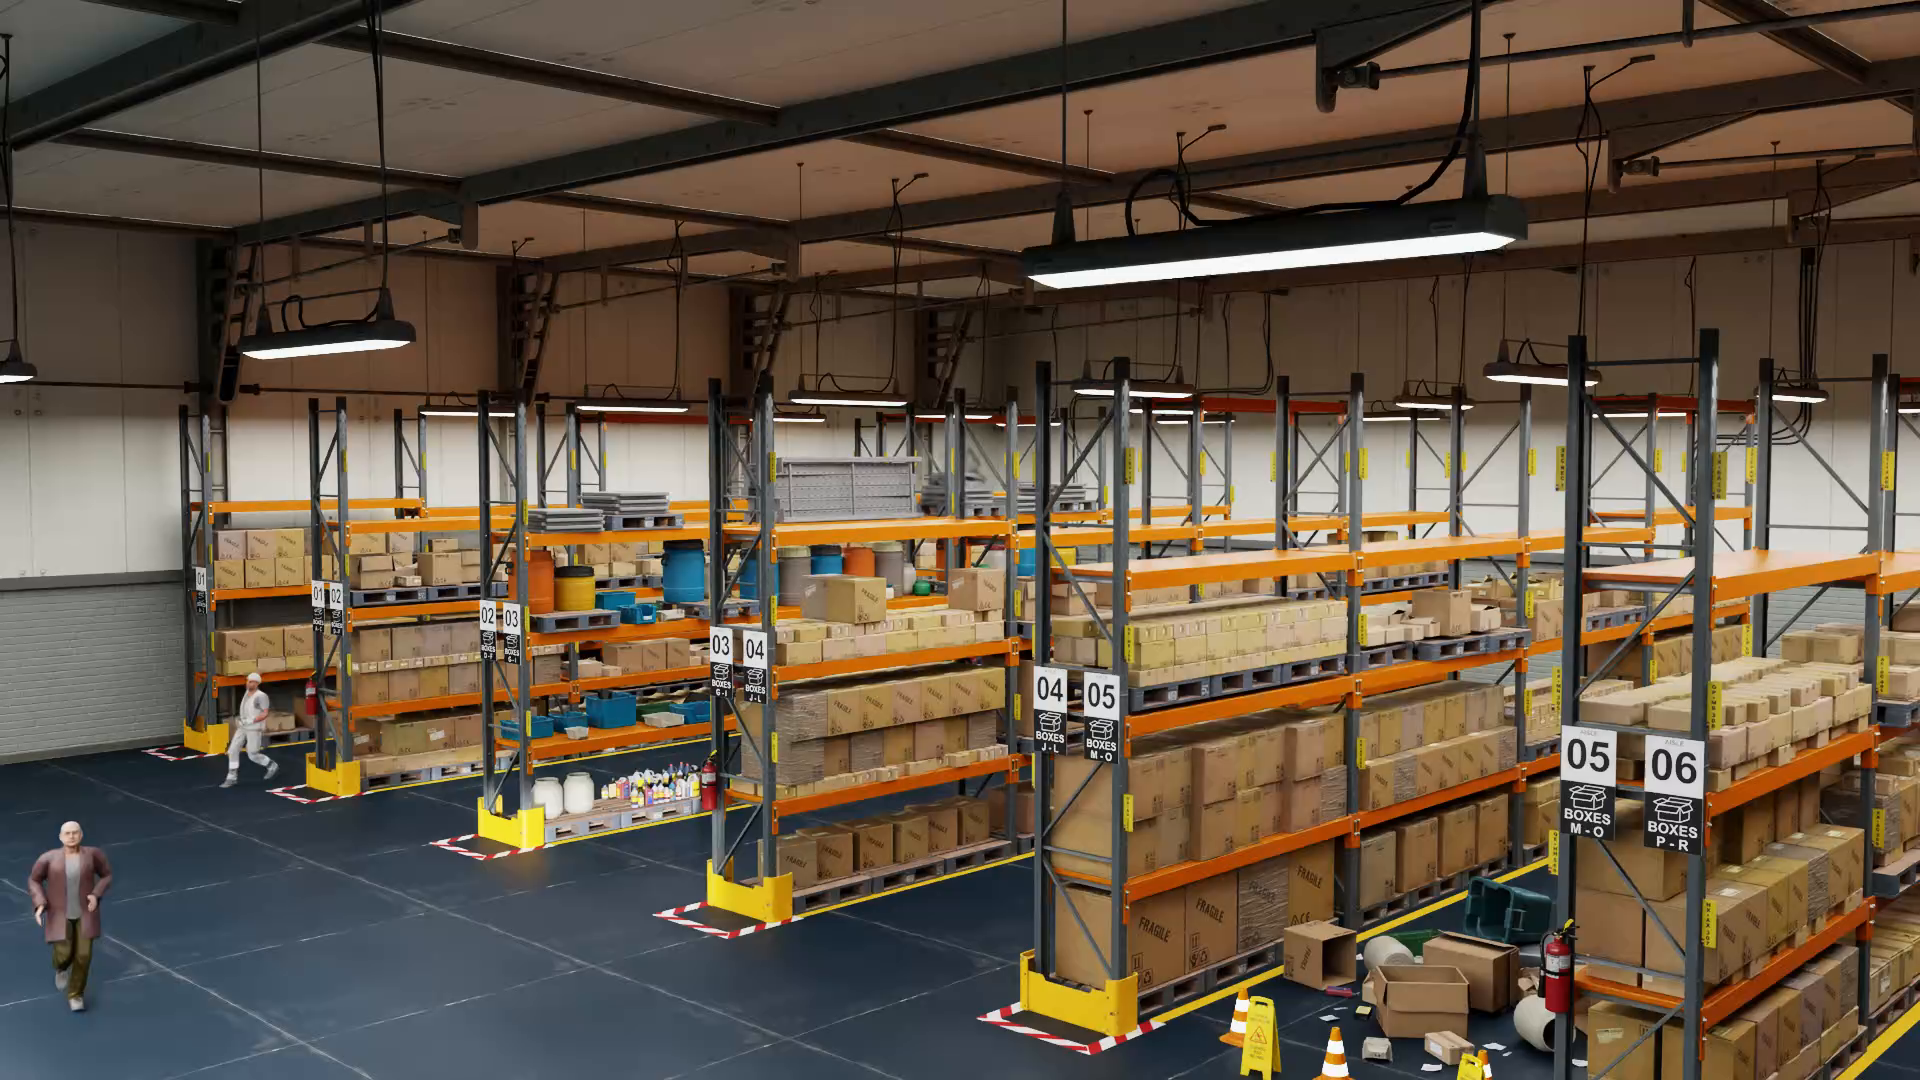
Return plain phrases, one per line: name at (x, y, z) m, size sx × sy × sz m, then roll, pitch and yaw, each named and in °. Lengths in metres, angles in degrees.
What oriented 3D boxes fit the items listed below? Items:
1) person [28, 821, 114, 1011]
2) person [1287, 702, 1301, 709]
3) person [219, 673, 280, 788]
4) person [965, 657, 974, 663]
person at (-8.274, 3.485, 15.505) m, size 0.710 × 1.733 × 0.637 m, roll -2°, pitch 4°, yaw -31°
person at (4.739, 3.052, 23.669) m, size 0.710 × 1.727 × 0.573 m, roll 3°, pitch 4°, yaw 41°
person at (-11.024, 2.939, 25.820) m, size 0.695 × 1.756 × 0.908 m, roll 2°, pitch 4°, yaw 37°
person at (0.080, 2.613, 32.373) m, size 0.648 × 1.704 × 0.617 m, roll 2°, pitch 4°, yaw 33°
